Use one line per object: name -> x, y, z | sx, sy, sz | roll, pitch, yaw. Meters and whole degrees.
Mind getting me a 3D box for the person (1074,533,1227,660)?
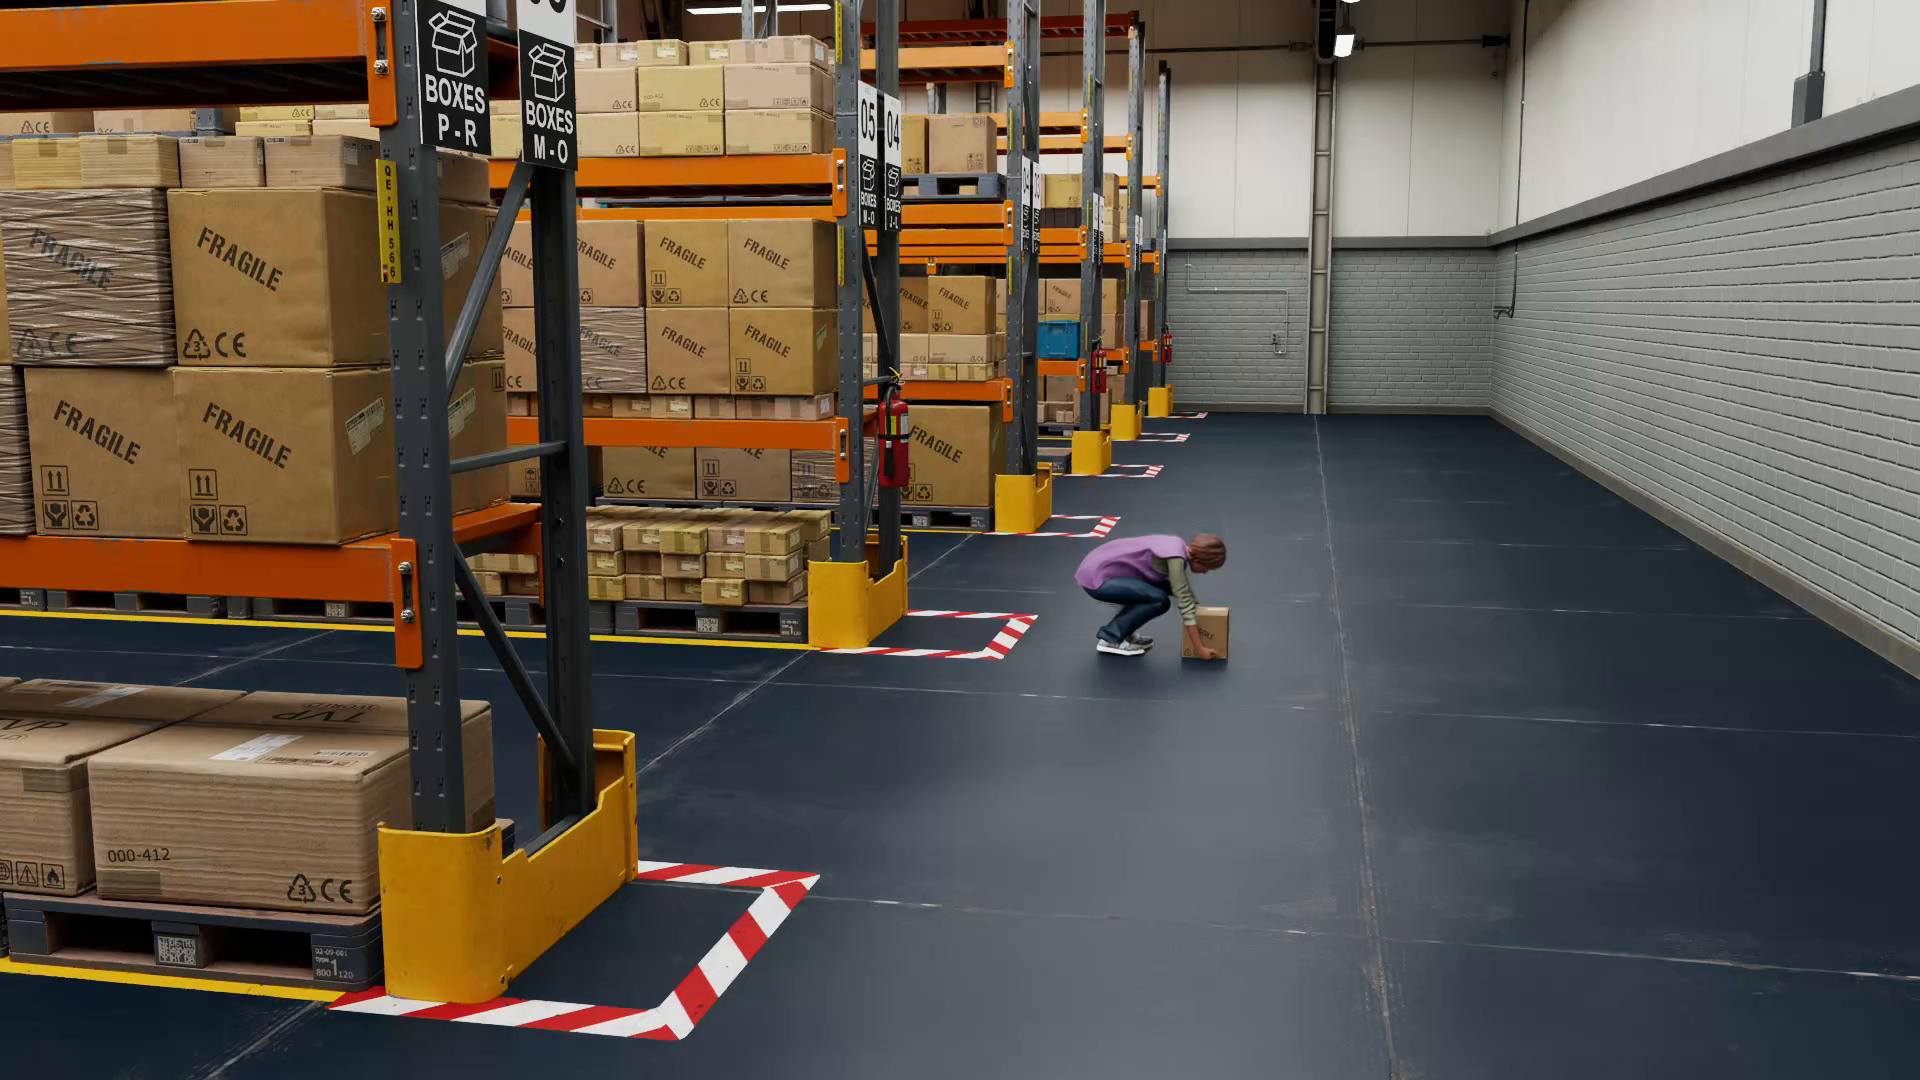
person -> 1.079, 0.316, 9.474 | 0.855, 0.709, 0.418 | 1, 8, 10
